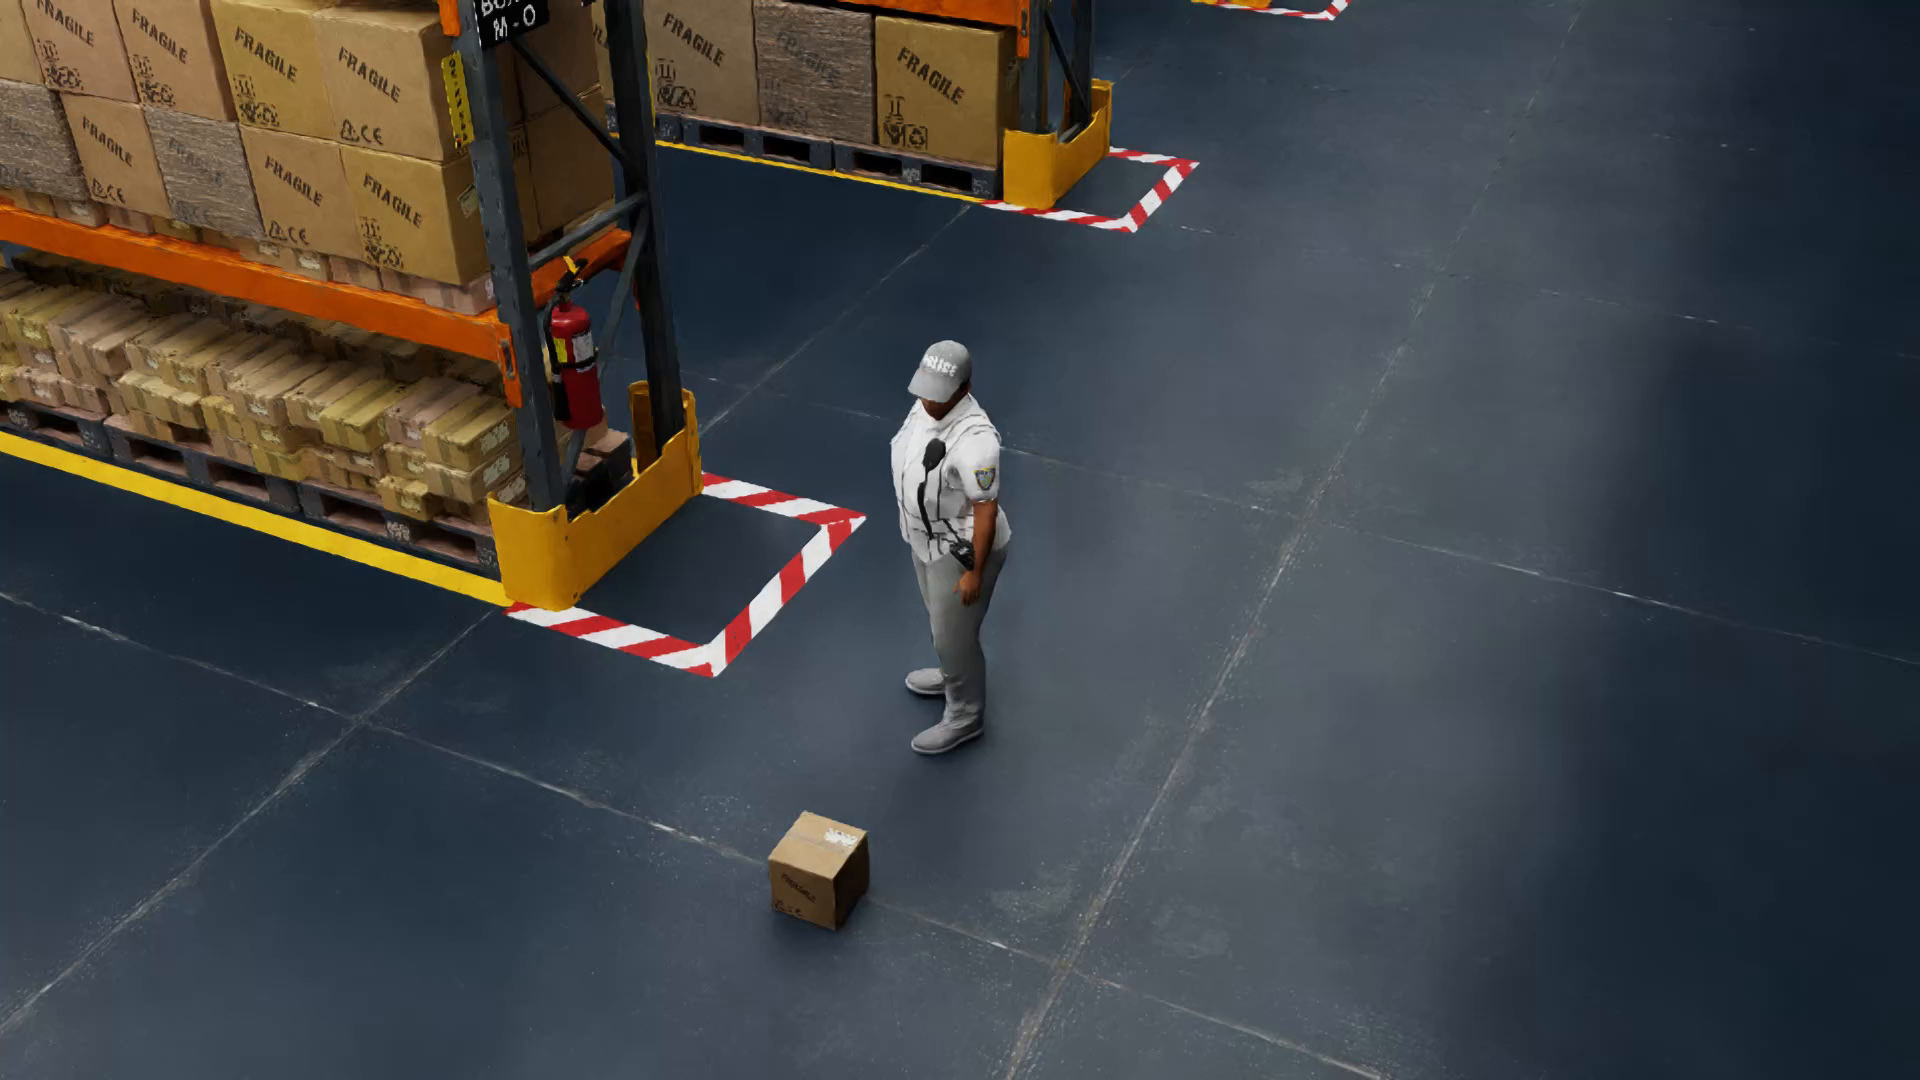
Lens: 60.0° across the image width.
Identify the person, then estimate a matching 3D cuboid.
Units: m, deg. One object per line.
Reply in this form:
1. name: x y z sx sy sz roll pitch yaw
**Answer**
1. person: -0.048 0.005 6.115 0.409 1.670 0.526 -13 36 -19
